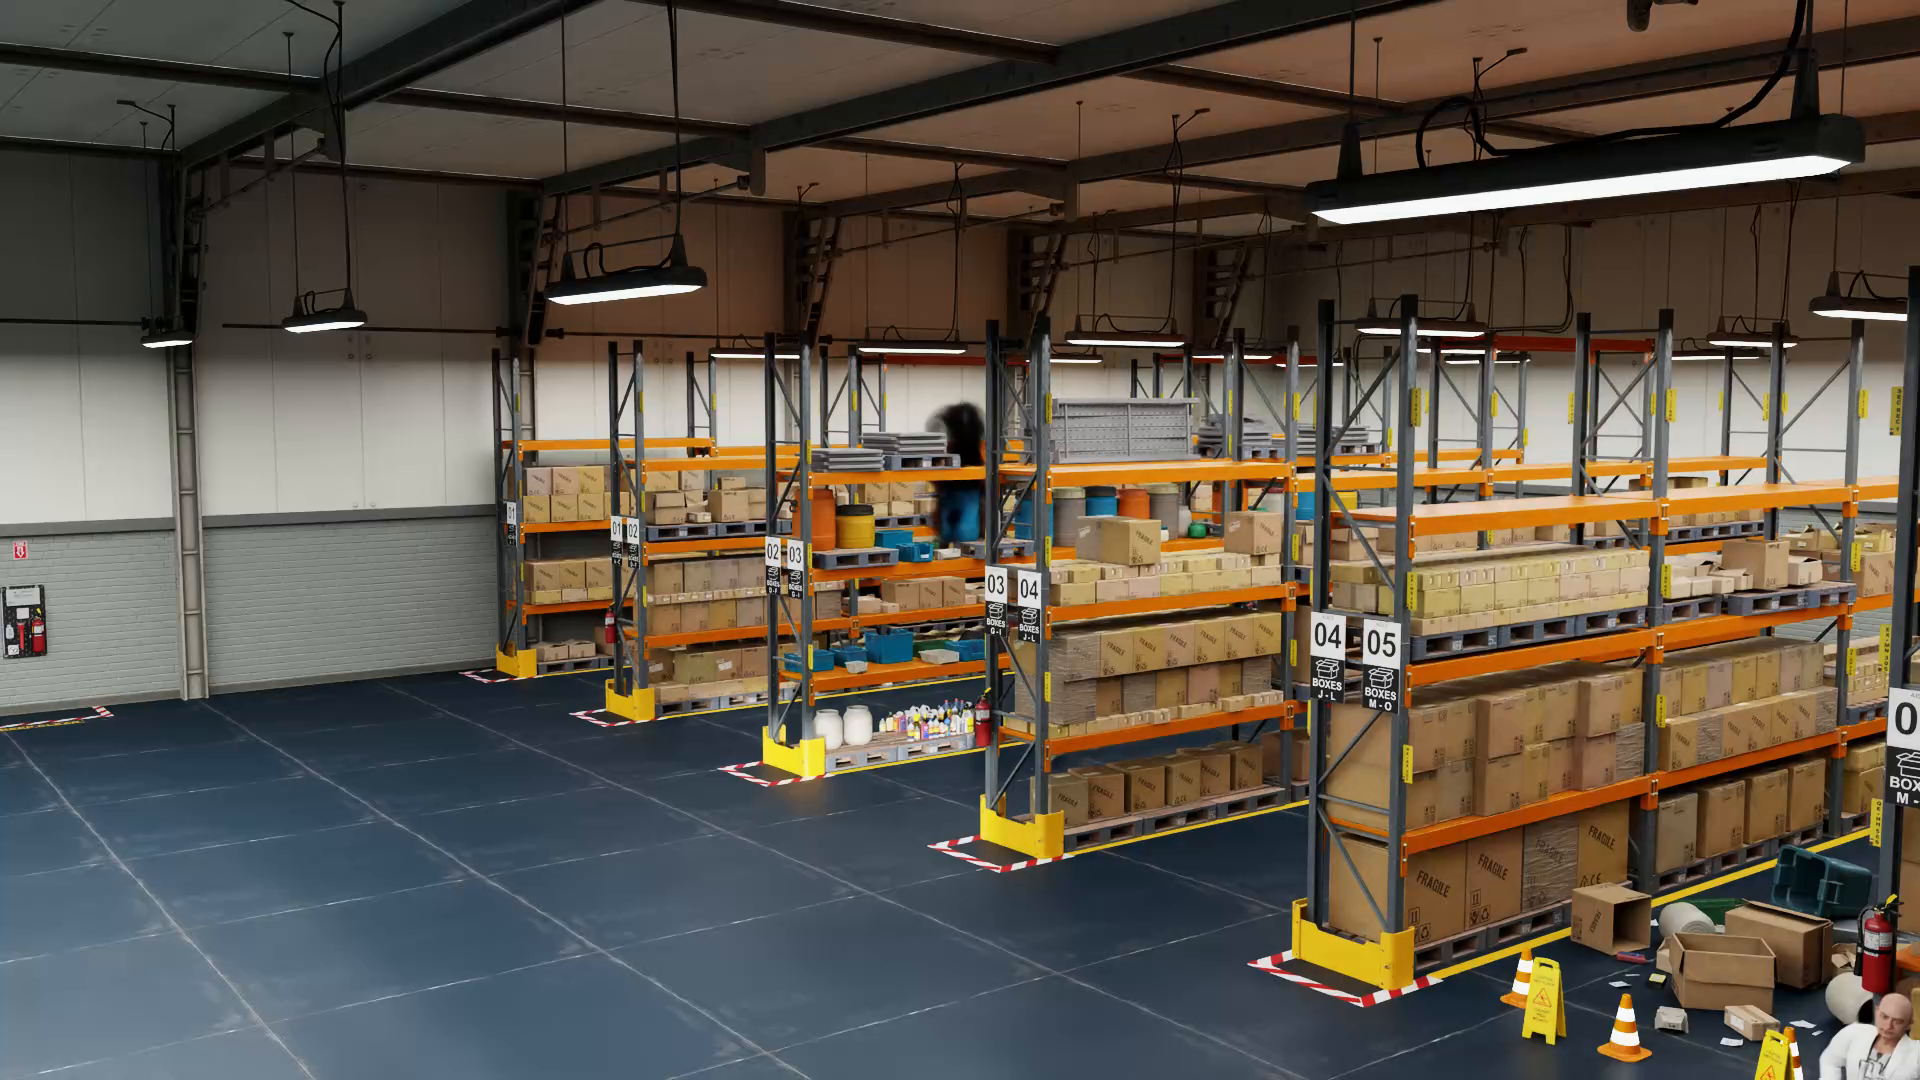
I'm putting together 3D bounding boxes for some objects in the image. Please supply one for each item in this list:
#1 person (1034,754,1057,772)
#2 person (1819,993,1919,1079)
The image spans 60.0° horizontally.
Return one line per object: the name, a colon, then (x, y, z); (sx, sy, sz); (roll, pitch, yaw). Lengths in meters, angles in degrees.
person: (1.194, 2.303, 22.999); (0.561, 1.753, 0.846); (4, 6, 36)
person: (5.192, 3.424, 9.421); (1.028, 1.773, 0.747); (-4, 6, -37)
